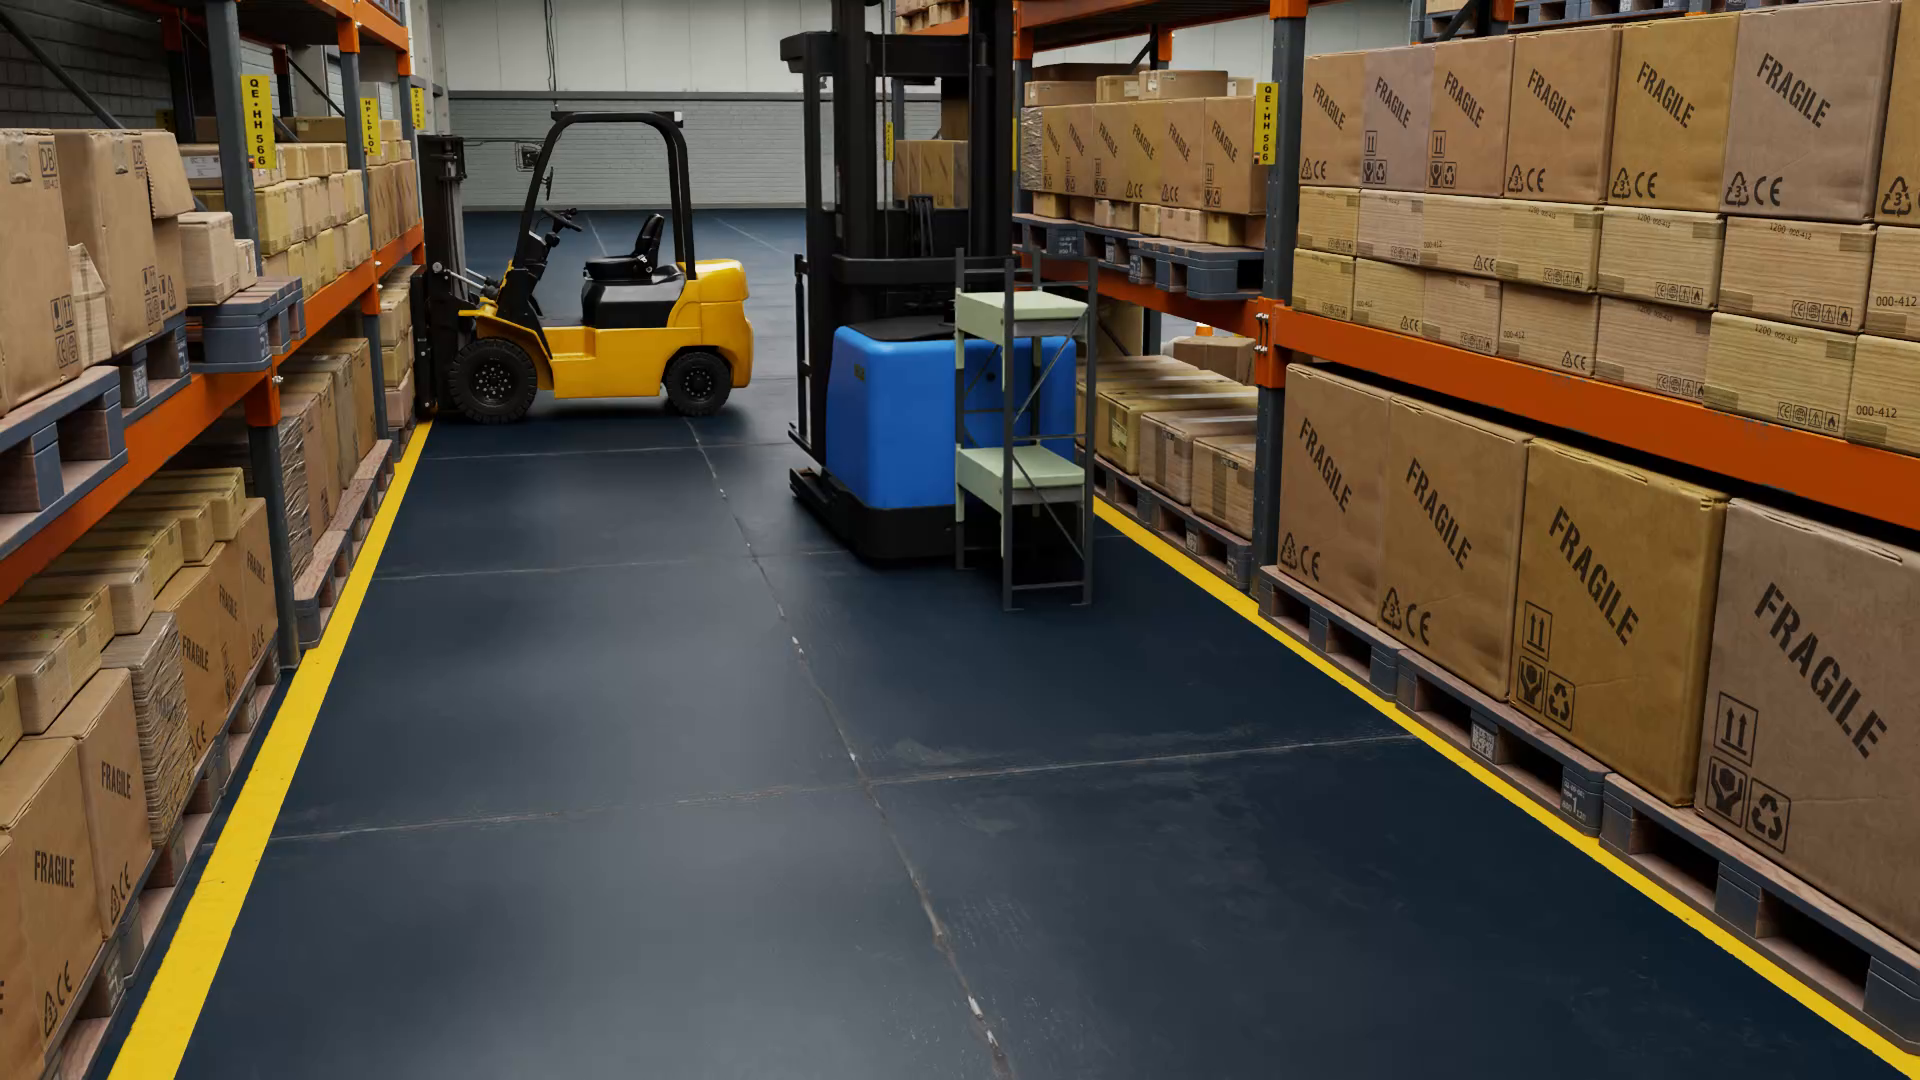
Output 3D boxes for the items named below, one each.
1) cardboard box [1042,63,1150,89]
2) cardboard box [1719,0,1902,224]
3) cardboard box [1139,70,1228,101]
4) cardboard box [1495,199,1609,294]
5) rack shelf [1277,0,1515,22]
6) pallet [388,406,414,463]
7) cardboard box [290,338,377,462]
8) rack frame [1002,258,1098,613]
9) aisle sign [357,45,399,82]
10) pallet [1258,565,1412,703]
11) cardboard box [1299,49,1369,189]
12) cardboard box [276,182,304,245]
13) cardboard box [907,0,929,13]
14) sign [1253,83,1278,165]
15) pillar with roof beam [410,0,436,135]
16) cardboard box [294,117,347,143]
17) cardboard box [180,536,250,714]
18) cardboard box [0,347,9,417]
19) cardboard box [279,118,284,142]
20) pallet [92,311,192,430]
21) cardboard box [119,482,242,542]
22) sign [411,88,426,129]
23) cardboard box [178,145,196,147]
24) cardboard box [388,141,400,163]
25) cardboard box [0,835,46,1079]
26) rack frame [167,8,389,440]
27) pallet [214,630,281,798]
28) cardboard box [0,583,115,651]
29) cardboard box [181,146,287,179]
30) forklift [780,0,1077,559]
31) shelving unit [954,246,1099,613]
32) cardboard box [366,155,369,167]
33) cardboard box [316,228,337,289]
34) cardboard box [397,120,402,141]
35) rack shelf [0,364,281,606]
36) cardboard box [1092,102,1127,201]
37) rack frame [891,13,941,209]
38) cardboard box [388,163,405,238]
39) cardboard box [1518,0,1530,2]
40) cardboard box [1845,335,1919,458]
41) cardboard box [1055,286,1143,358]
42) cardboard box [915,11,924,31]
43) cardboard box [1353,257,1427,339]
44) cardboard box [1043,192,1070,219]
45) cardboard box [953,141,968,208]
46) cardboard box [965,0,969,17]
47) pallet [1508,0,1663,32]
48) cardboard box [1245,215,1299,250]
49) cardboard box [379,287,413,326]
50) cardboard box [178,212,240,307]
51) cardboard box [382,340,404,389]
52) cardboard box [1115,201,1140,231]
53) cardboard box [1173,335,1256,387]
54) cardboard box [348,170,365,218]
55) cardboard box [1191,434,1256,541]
[{"bbox_3d":[0.952,-2.932,11.165,0.700,0.500,0.500,-3,14,-14],"label":"cardboard box"},{"bbox_3d":[2.246,-1.037,4.033,0.500,0.500,0.500,-3,14,-12],"label":"cardboard box"},{"bbox_3d":[1.126,-2.291,8.396,0.380,0.149,0.250,-4,14,-16],"label":"cardboard box"},{"bbox_3d":[1.995,-0.904,5.069,0.500,0.250,0.500,-3,14,-12],"label":"cardboard box"},{"bbox_3d":[2.254,-1.864,4.930,1.077,0.370,4.000,-3,14,-13],"label":"rack shelf"},{"bbox_3d":[-4.125,-0.694,10.822,1.003,0.211,1.213,-3,14,-13],"label":"pallet"},{"bbox_3d":[-3.846,-0.793,9.472,0.875,0.625,0.625,-3,14,-11],"label":"cardboard box"},{"bbox_3d":[0.378,-0.431,7.031,0.400,1.500,0.023,-4,14,-16],"label":"rack frame"},{"bbox_3d":[-4.648,-4.080,13.328,0.394,0.787,0.004,-3,14,-13],"label":"aisle sign"},{"bbox_3d":[1.896,0.323,6.658,1.003,0.211,1.213,-3,14,-13],"label":"pallet"},{"bbox_3d":[1.663,-1.624,6.437,0.500,0.500,0.500,-4,14,-15],"label":"cardboard box"},{"bbox_3d":[-3.023,-1.341,6.859,0.500,0.250,0.500,-3,14,-11],"label":"cardboard box"},{"bbox_3d":[-0.126,-4.344,13.256,0.500,0.250,0.500,-3,14,-14],"label":"cardboard box"},{"bbox_3d":[1.259,-1.709,6.828,0.100,0.325,0.005,-3,14,-13],"label":"sign"},{"bbox_3d":[-7.083,-11.265,35.576,9.100,9.000,0.400,-3,14,-13],"label":"pillar with roof beam"},{"bbox_3d":[-3.765,-2.461,9.975,0.380,0.149,0.250,-3,14,-12],"label":"cardboard box"},{"bbox_3d":[-2.624,0.272,5.375,0.500,0.500,0.500,-3,14,-14],"label":"cardboard box"},{"bbox_3d":[-1.996,-0.394,2.622,0.700,0.500,0.500,-3,14,-12],"label":"cardboard box"},{"bbox_3d":[-4.603,-2.663,10.803,0.380,0.149,0.250,-4,14,-14],"label":"cardboard box"},{"bbox_3d":[-2.578,-0.398,4.141,1.003,0.211,1.213,-3,14,-13],"label":"pallet"},{"bbox_3d":[-2.583,-0.083,5.464,0.380,0.149,0.250,-4,14,-16],"label":"cardboard box"},{"bbox_3d":[-4.388,-3.490,13.452,0.100,0.325,0.005,-3,14,-13],"label":"sign"},{"bbox_3d":[-3.692,-1.720,7.571,0.380,0.149,0.250,-3,14,-12],"label":"cardboard box"},{"bbox_3d":[-4.240,-2.790,11.949,0.380,0.149,0.250,-3,14,-13],"label":"cardboard box"},{"bbox_3d":[-1.995,0.869,2.931,0.500,0.500,0.500,-3,14,-11],"label":"cardboard box"},{"bbox_3d":[-3.979,-1.862,9.730,1.000,3.000,0.127,-3,14,-13],"label":"rack frame"},{"bbox_3d":[-2.901,0.589,5.570,1.003,0.211,1.213,-3,14,-13],"label":"pallet"},{"bbox_3d":[-2.385,0.222,4.212,0.380,0.149,0.250,-3,14,-13],"label":"cardboard box"},{"bbox_3d":[-3.139,-1.629,7.195,0.380,0.149,0.250,-3,14,-13],"label":"cardboard box"},{"bbox_3d":[-0.332,-1.638,8.956,1.130,2.935,3.031,-4,14,-16],"label":"forklift"},{"bbox_3d":[0.276,-0.514,7.373,0.431,1.500,0.755,-4,14,-16],"label":"shelving unit"},{"bbox_3d":[-3.860,-2.374,10.247,0.380,0.149,0.250,-3,14,-12],"label":"cardboard box"},{"bbox_3d":[-3.267,-1.337,7.897,0.500,0.250,0.500,-3,14,-11],"label":"cardboard box"},{"bbox_3d":[-4.298,-2.993,12.154,0.380,0.149,0.250,-3,14,-12],"label":"cardboard box"},{"bbox_3d":[-2.570,-0.129,4.150,1.077,0.370,4.000,-3,14,-13],"label":"rack shelf"},{"bbox_3d":[1.028,-2.065,8.836,0.500,0.500,0.500,-4,14,-15],"label":"cardboard box"},{"bbox_3d":[-0.094,-3.063,14.643,1.000,3.000,0.127,-3,14,-13],"label":"rack frame"},{"bbox_3d":[-4.185,-2.381,11.643,0.500,0.500,0.500,-3,14,-13],"label":"cardboard box"},{"bbox_3d":[4.819,-4.503,13.651,0.380,0.149,0.250,-3,14,-13],"label":"cardboard box"},{"bbox_3d":[2.373,-0.311,3.696,0.500,0.250,0.500,-4,14,-15],"label":"cardboard box"},{"bbox_3d":[0.969,-1.524,11.672,0.500,0.500,0.500,-3,14,-11],"label":"cardboard box"},{"bbox_3d":[-0.155,-4.185,13.444,0.380,0.149,0.250,-3,14,-12],"label":"cardboard box"},{"bbox_3d":[1.793,-0.900,6.107,0.500,0.250,0.500,-4,14,-15],"label":"cardboard box"},{"bbox_3d":[0.718,-2.019,10.014,0.380,0.149,0.250,-3,14,-12],"label":"cardboard box"},{"bbox_3d":[0.245,-2.660,12.155,0.500,0.500,0.500,-3,14,-12],"label":"cardboard box"},{"bbox_3d":[0.247,-3.769,11.743,0.380,0.149,0.250,-3,14,-12],"label":"cardboard box"},{"bbox_3d":[5.168,-4.324,13.670,1.003,0.211,1.213,-3,14,-13],"label":"pallet"},{"bbox_3d":[1.479,-1.362,7.325,0.380,0.149,0.250,-3,14,-11],"label":"cardboard box"},{"bbox_3d":[-4.026,-1.578,11.369,0.500,0.250,0.500,-3,14,-11],"label":"cardboard box"},{"bbox_3d":[-2.477,-0.846,4.999,0.500,0.250,0.500,-4,14,-16],"label":"cardboard box"},{"bbox_3d":[-3.793,-1.102,10.475,0.500,0.250,0.500,-3,14,-13],"label":"cardboard box"},{"bbox_3d":[1.038,-1.715,8.770,0.380,0.149,0.250,-4,14,-15],"label":"cardboard box"},{"bbox_3d":[1.916,-1.250,12.485,0.500,0.500,0.500,7,15,26],"label":"cardboard box"},{"bbox_3d":[-3.615,-1.933,9.283,0.500,0.250,0.500,-4,14,-14],"label":"cardboard box"},{"bbox_3d":[1.661,-0.276,7.887,0.950,0.372,0.625,-4,14,-17],"label":"cardboard box"}]
